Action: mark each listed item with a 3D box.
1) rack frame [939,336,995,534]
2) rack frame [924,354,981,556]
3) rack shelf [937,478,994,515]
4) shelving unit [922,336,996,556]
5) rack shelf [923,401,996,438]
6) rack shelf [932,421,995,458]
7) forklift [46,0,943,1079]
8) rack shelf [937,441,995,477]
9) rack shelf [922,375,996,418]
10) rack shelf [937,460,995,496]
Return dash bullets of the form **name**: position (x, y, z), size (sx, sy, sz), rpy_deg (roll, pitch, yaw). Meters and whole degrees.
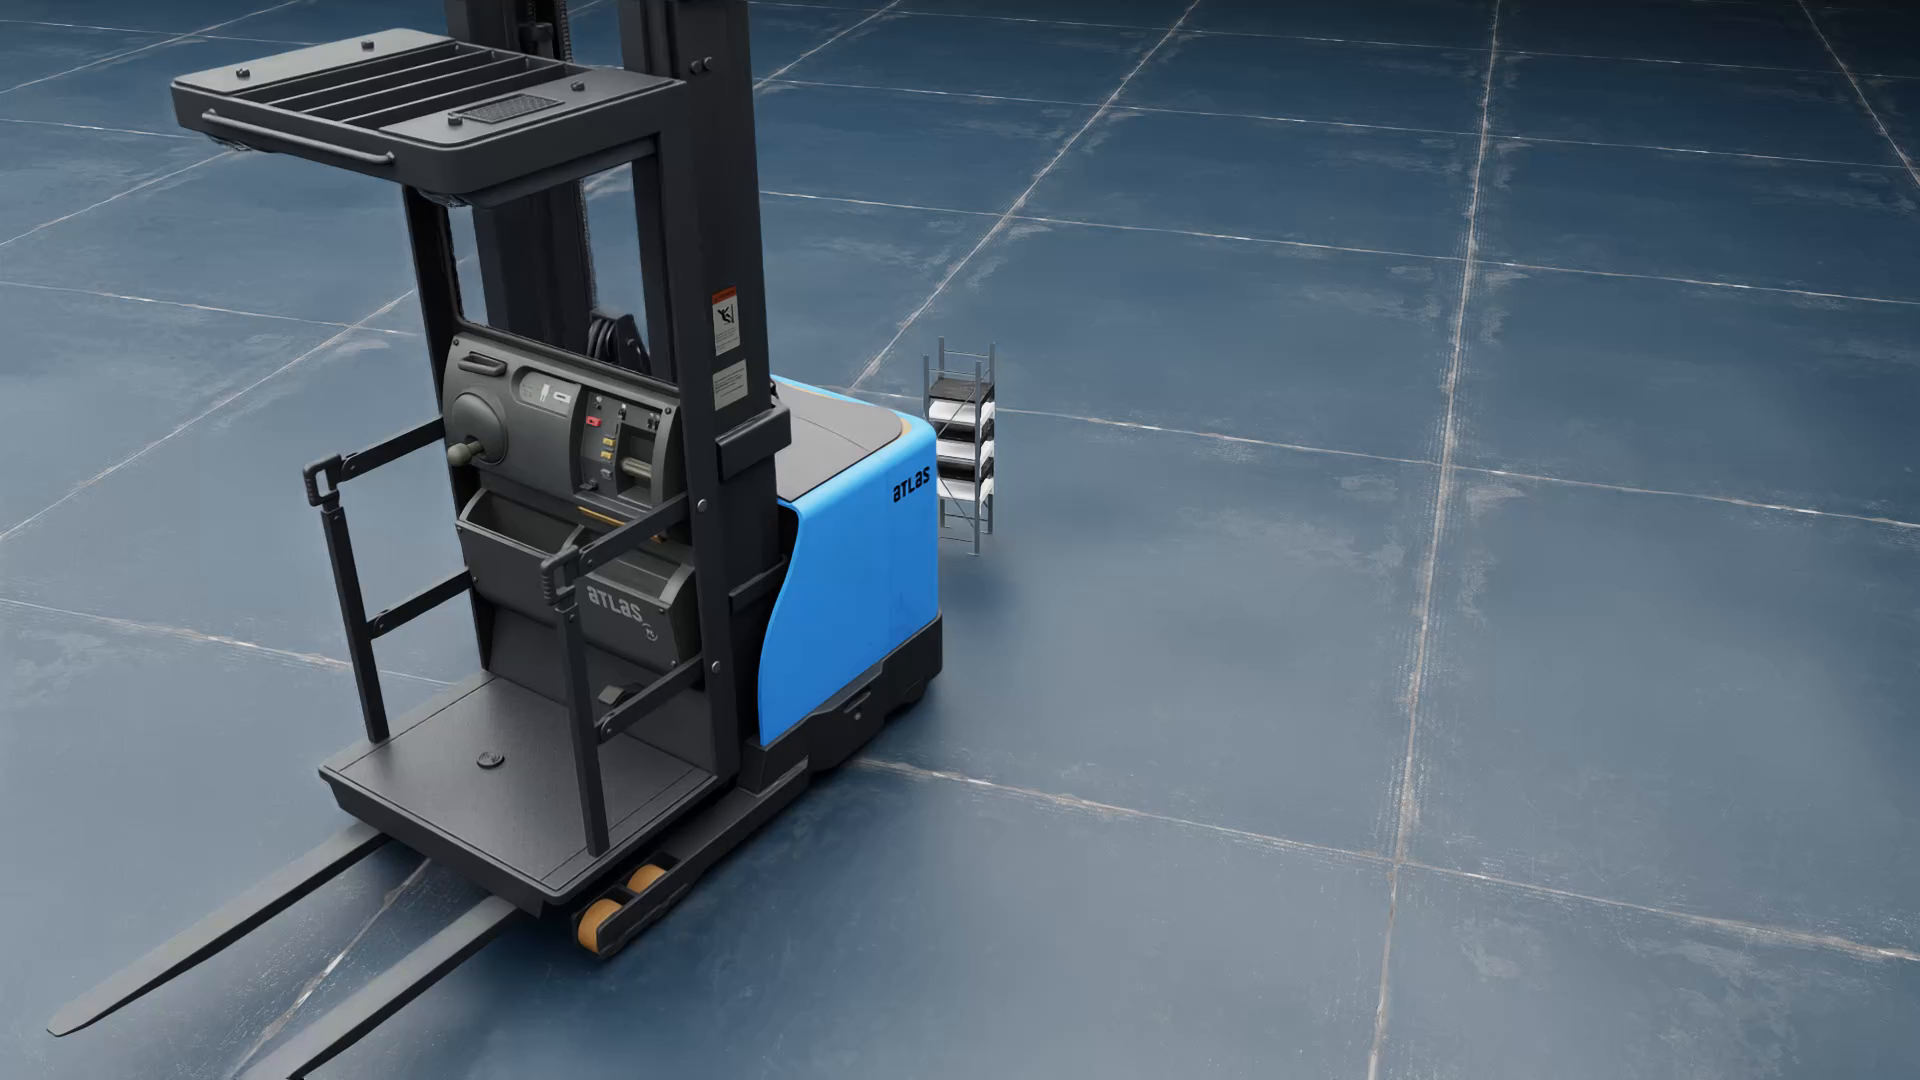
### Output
- **rack frame**: position (0.027, -0.437, 7.109), size (0.240, 0.900, 0.006), rpy_deg (8, 30, 15)
- **rack frame**: position (-0.032, -0.342, 6.940), size (0.240, 0.900, 0.006), rpy_deg (8, 30, 15)
- **rack shelf**: position (-0.002, -0.203, 7.128), size (0.258, 0.077, 0.200), rpy_deg (8, 30, 15)
- **shelving unit**: position (-0.002, -0.389, 7.024), size (0.258, 0.900, 0.210), rpy_deg (8, 30, 15)
- **rack shelf**: position (-0.002, -0.518, 6.953), size (0.258, 0.077, 0.200), rpy_deg (8, 30, 15)
- **rack shelf**: position (-0.002, -0.439, 6.997), size (0.258, 0.077, 0.200), rpy_deg (8, 30, 15)
- **forklift**: position (-1.314, -0.296, 4.768), size (1.130, 2.935, 3.031), rpy_deg (18, 34, 30)
- **rack shelf**: position (-0.002, -0.360, 7.041), size (0.258, 0.077, 0.200), rpy_deg (8, 30, 15)
- **rack shelf**: position (-0.002, -0.596, 6.909), size (0.258, 0.077, 0.200), rpy_deg (8, 30, 15)
- **rack shelf**: position (-0.002, -0.282, 7.084), size (0.258, 0.077, 0.200), rpy_deg (8, 30, 15)
